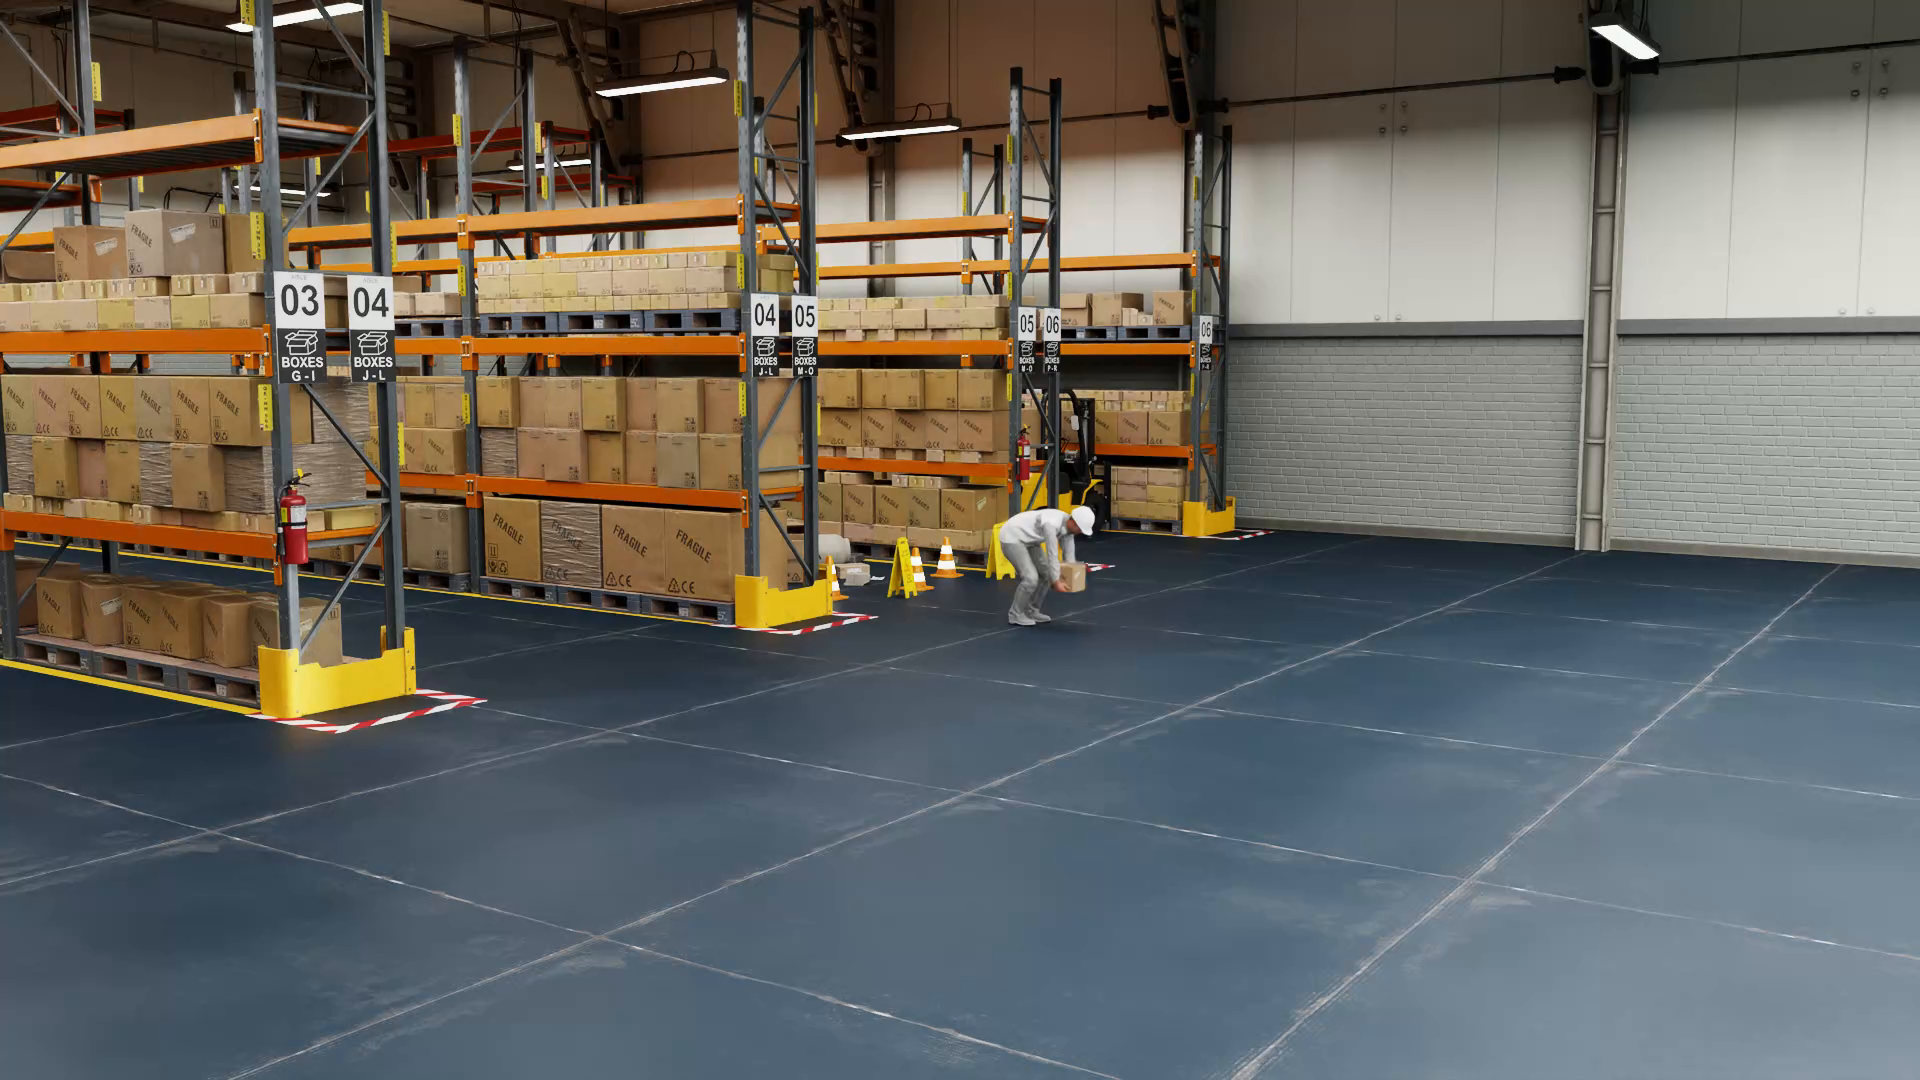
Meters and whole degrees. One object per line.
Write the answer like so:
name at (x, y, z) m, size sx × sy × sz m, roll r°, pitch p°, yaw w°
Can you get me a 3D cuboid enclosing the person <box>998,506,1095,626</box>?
person at (0.853, 0.243, 16.161) m, size 0.985 × 1.179 × 0.488 m, roll 4°, pitch 7°, yaw 31°
